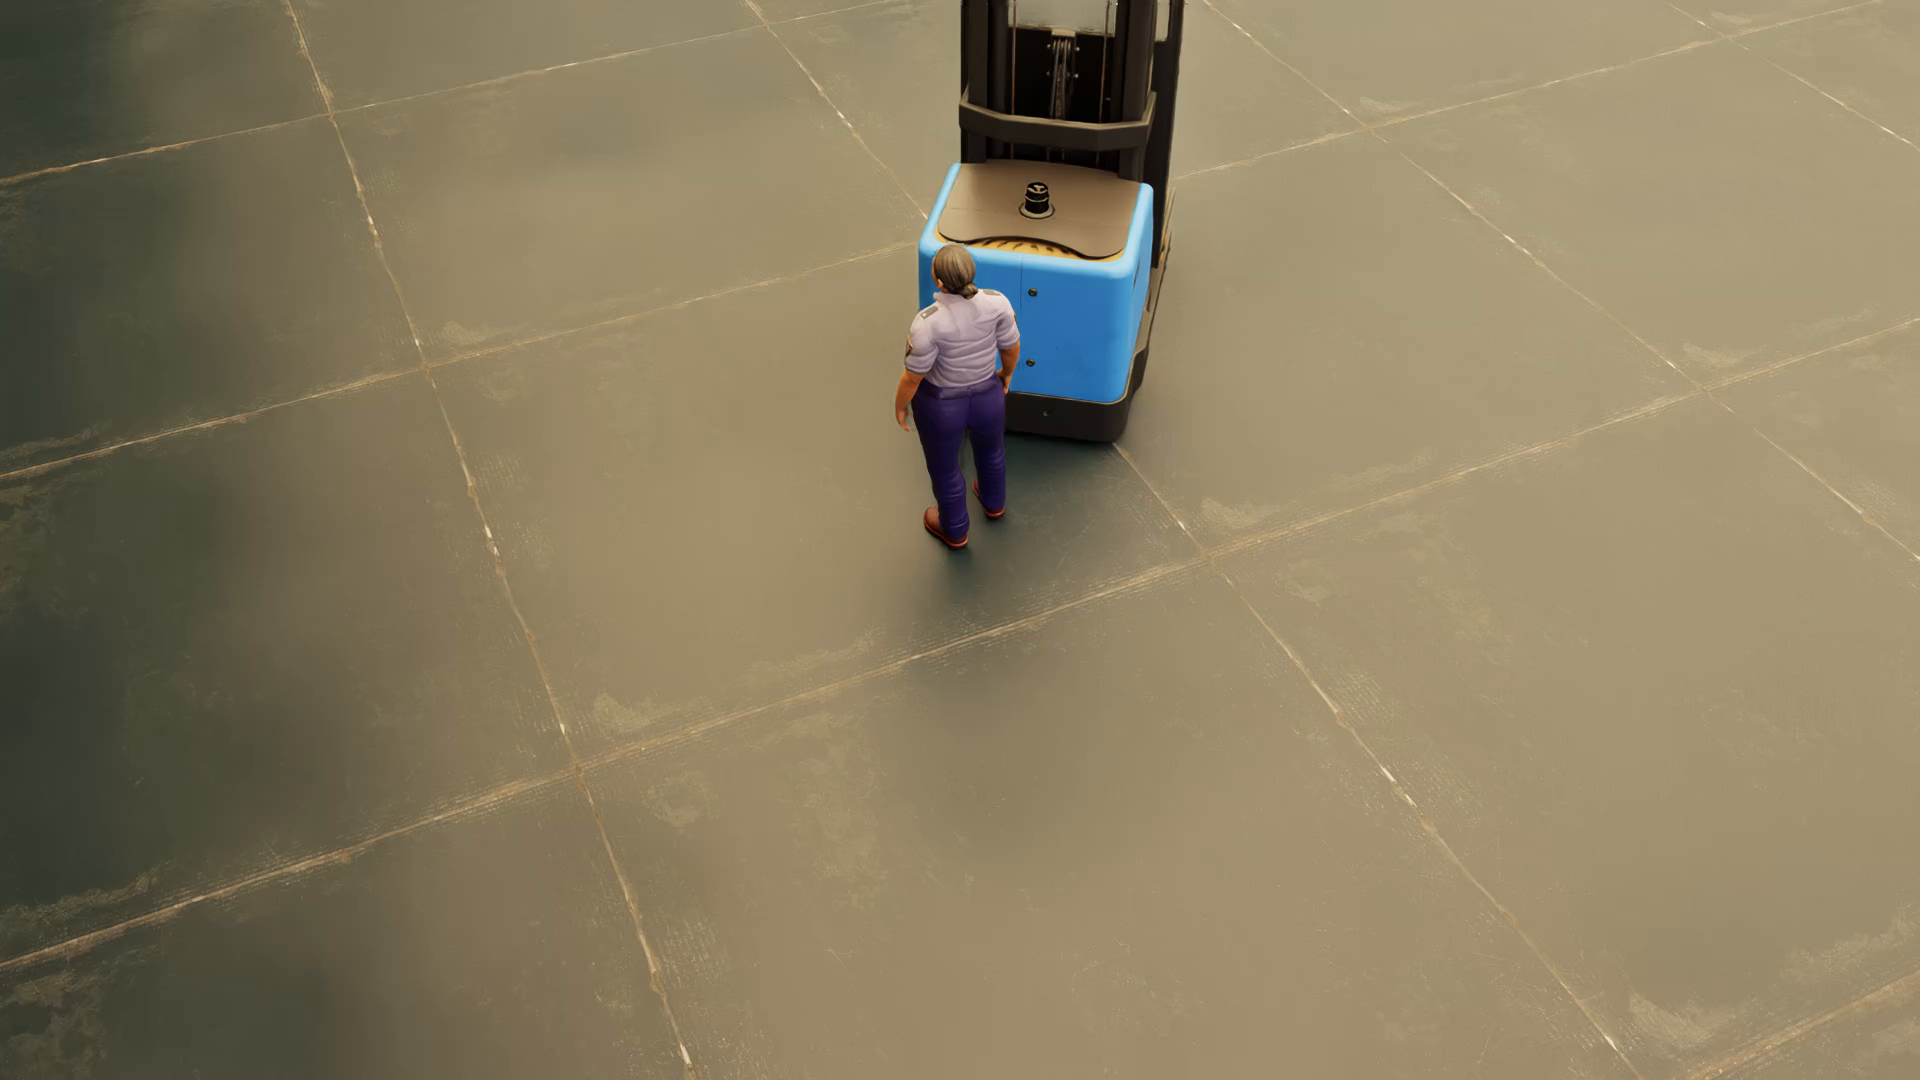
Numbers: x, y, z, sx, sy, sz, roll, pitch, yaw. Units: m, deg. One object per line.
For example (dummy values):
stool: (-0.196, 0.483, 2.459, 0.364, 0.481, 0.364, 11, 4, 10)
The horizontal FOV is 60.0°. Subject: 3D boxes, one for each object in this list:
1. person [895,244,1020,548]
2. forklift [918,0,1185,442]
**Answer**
person: (-0.027, -0.667, 7.329, 0.611, 1.651, 0.501, -17, 46, -18)
forklift: (0.596, -2.575, 8.439, 1.130, 2.935, 3.031, 8, 44, 9)
